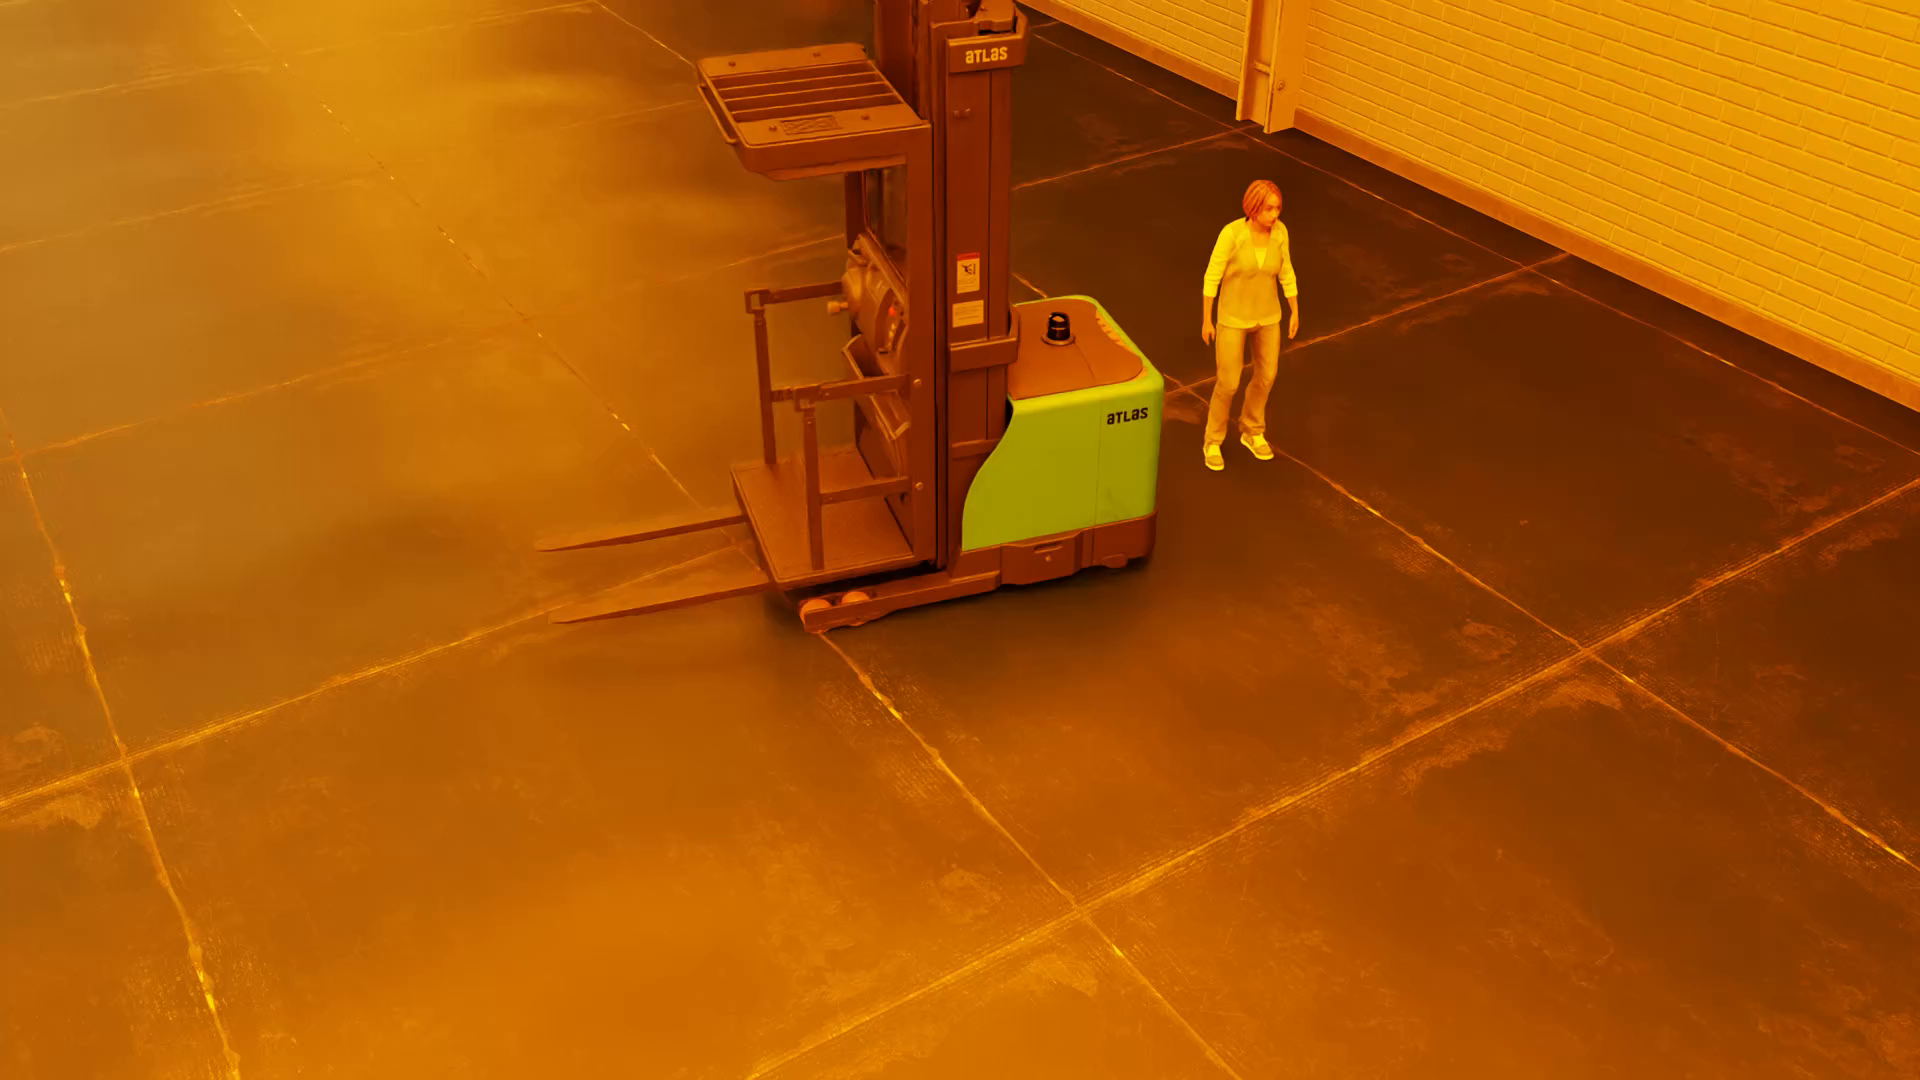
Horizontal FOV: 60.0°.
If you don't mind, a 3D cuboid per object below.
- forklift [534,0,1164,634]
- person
[{"bbox_3d":[-0.579,-1.088,7.696,3.031,2.935,1.130,-11,37,-15],"label":"forklift"},{"bbox_3d":[1.572,-1.159,8.959,0.538,1.598,0.390,-9,36,-12],"label":"person"}]
